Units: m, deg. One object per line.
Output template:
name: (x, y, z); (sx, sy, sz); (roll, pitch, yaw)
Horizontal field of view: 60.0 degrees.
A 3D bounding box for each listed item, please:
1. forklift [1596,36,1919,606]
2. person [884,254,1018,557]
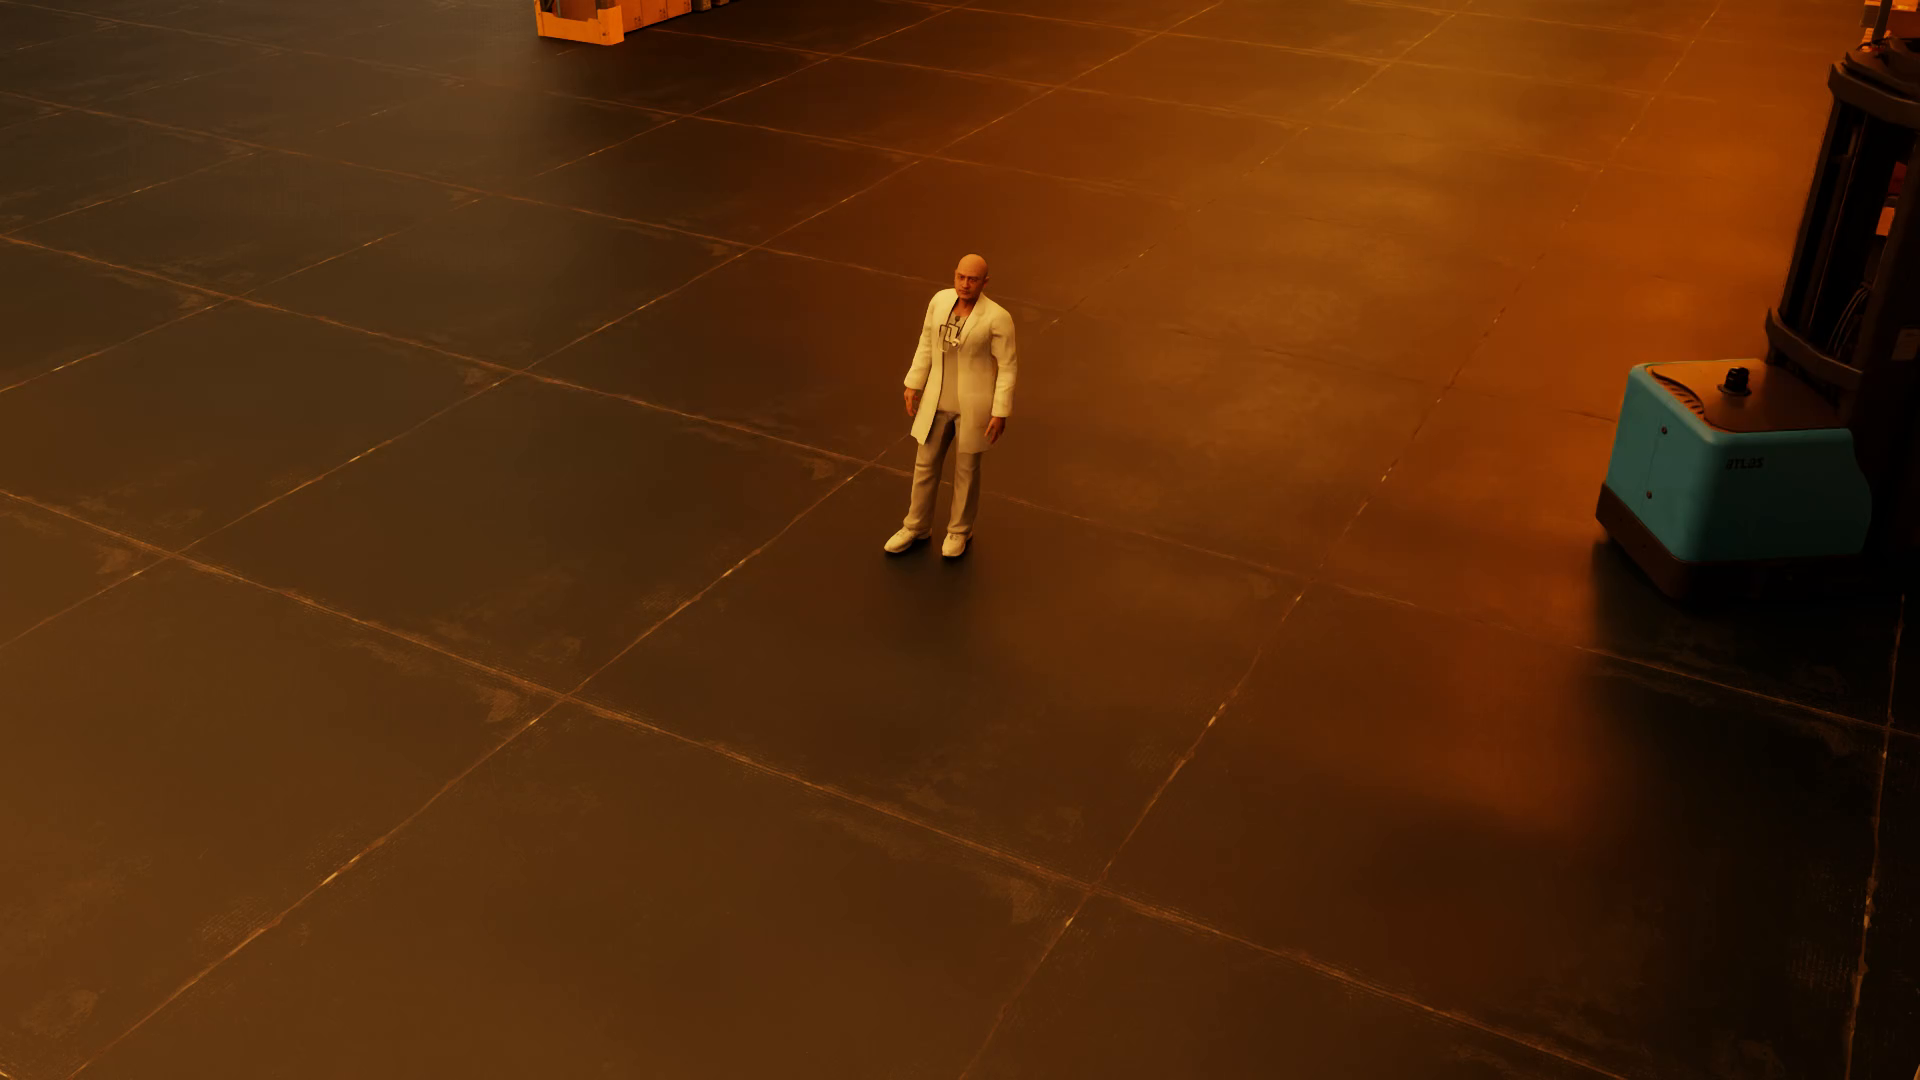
forklift: (5.411, -1.203, 9.155); (3.031, 2.935, 1.130); (-3, 30, -5)
person: (-0.048, -0.738, 9.489); (0.696, 1.776, 0.581); (15, 33, 25)
